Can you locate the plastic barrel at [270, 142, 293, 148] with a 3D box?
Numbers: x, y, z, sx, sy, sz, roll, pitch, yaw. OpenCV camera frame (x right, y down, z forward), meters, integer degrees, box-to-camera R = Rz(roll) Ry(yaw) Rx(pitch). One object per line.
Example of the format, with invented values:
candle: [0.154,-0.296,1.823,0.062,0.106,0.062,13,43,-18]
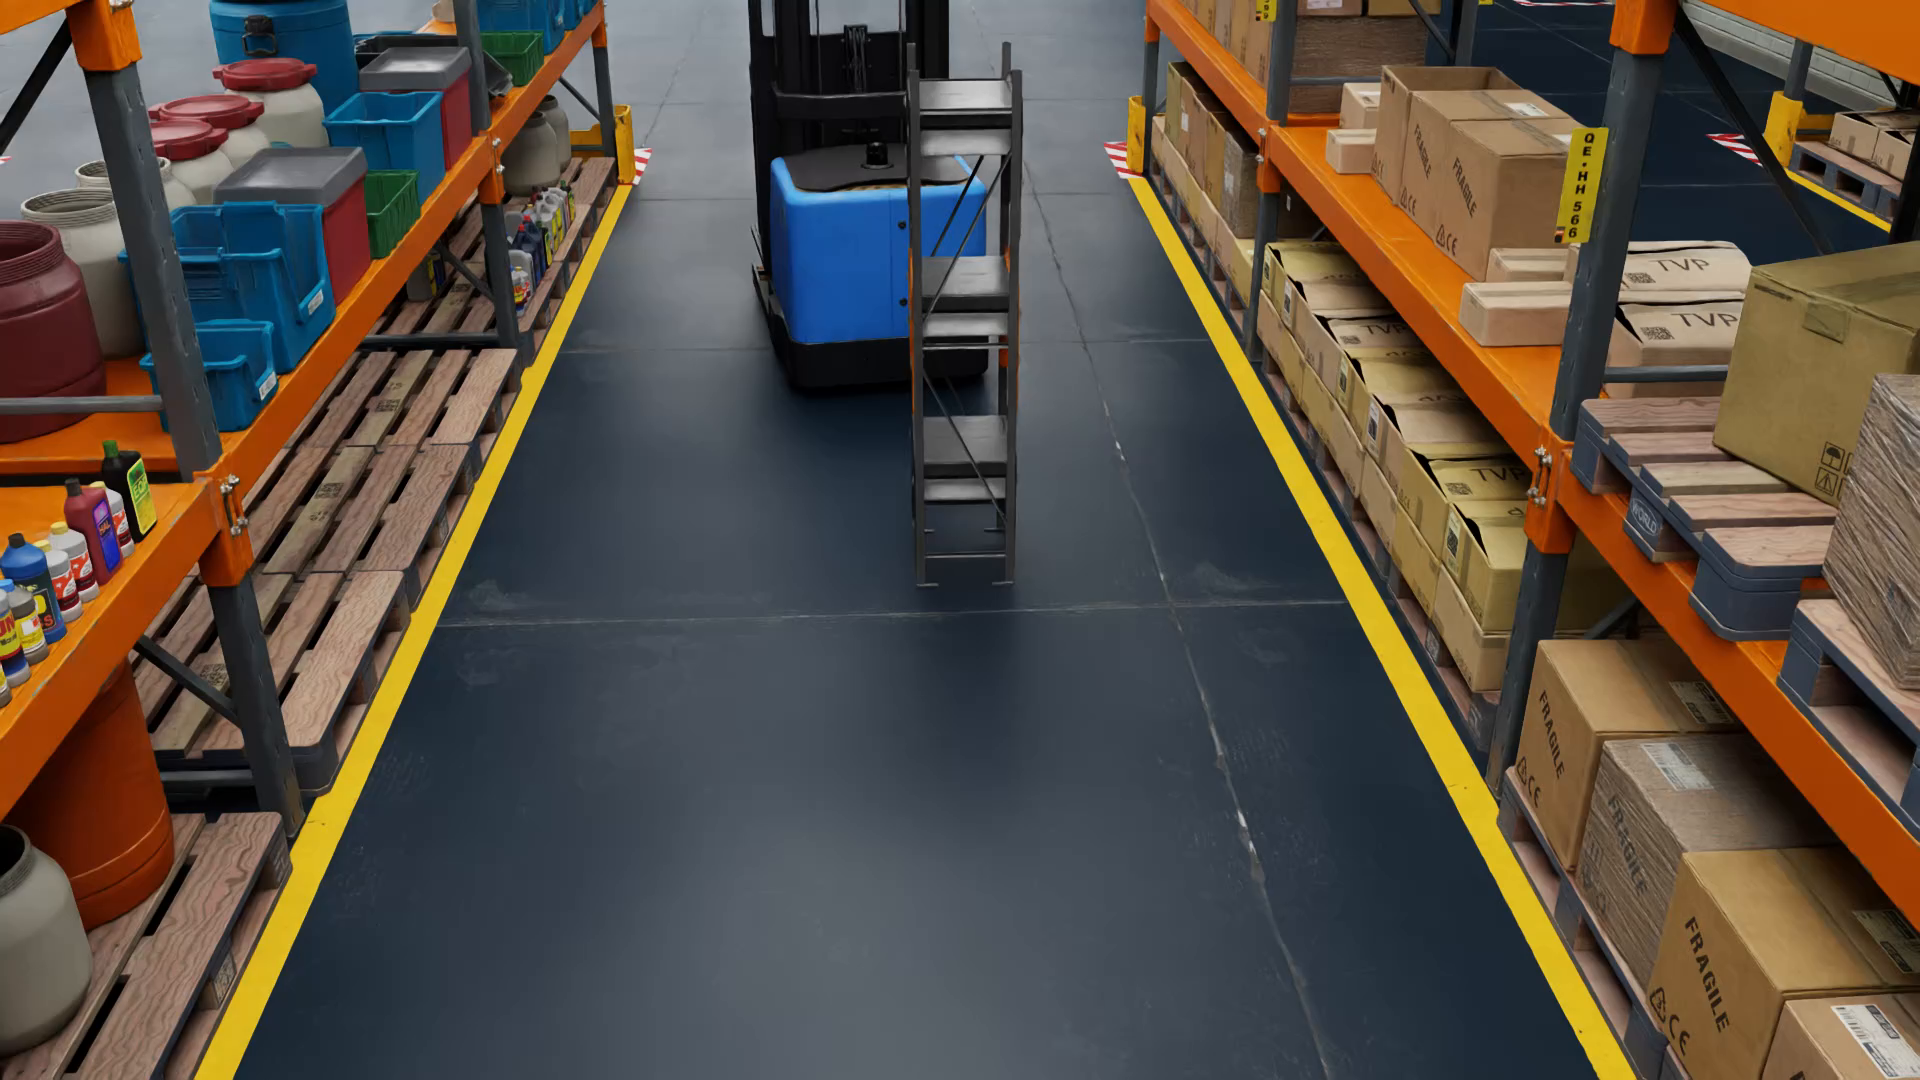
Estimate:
plastic barrel: [-2.949,-1.544,7.116,0.301,0.262,0.301,0,28,0]

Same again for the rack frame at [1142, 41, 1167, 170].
rack frame: [1.873,-4.185,12.031,1.000,3.000,0.127,-1,28,-3]

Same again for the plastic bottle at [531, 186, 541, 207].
plastic bottle: [-2.661,-2.101,10.496,0.061,0.283,0.133,-1,28,-3]

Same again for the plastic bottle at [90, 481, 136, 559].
plastic bottle: [-2.221,-0.055,4.326,0.097,0.201,0.097,0,28,0]

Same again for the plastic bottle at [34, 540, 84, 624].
plastic bottle: [-2.204,0.097,4.035,0.097,0.201,0.097,0,28,0]

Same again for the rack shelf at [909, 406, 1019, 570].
rack shelf: [0.009,-0.222,6.948,0.431,0.518,0.480,-1,28,-3]

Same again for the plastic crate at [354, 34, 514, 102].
plastic crate: [-2.765,-2.438,8.747,0.767,0.338,0.504,-1,28,-3]

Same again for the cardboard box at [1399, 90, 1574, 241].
cardboard box: [2.159,-1.553,6.875,0.500,0.500,0.500,-1,28,-3]

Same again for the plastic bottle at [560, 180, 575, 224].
plastic bottle: [-2.516,-2.167,10.623,0.061,0.283,0.133,-1,28,-1]

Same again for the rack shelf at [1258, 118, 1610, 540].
rack shelf: [2.186,-1.095,6.885,1.077,0.370,4.000,-1,28,-3]

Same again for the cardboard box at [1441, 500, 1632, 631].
cardboard box: [2.017,0.058,5.809,0.500,0.311,0.500,-1,28,-1]

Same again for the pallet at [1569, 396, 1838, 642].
pallet: [2.396,-0.094,4.395,1.213,0.211,1.003,-1,28,-3]

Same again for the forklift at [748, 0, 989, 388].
forklift: [-0.653,-2.750,9.353,1.130,2.935,3.031,-6,28,-10]

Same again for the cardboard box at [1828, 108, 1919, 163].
cardboard box: [6.766,-2.988,12.167,0.500,0.311,0.500,-4,28,-8]

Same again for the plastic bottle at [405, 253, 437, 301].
plastic bottle: [-3.042,-1.535,9.338,0.144,0.351,0.185,-1,28,-3]

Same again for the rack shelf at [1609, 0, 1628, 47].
rack shelf: [2.186,-2.425,6.191,1.077,0.370,4.000,-1,28,-3]

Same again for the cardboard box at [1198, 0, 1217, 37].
cardboard box: [1.937,-3.542,10.689,0.700,0.500,0.500,-1,28,-2]

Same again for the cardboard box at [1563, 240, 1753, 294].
cardboard box: [2.437,-0.869,5.769,0.500,0.311,0.500,-2,28,-3]

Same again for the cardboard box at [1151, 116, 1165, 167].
cardboard box: [1.679,-2.899,12.085,0.500,0.250,0.500,-1,28,-3]

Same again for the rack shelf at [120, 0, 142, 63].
rack shelf: [-2.761,-2.308,5.965,1.077,0.370,4.000,-1,28,-3]

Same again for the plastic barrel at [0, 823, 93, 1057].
plastic barrel: [-2.495,1.028,4.271,0.421,0.512,0.421,0,28,0]

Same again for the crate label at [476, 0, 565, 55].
crate label: [-2.708,-3.240,10.180,0.502,0.435,0.616,-1,28,-3]

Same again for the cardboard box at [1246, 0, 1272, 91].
cardboard box: [2.018,-2.831,9.325,0.700,0.500,0.500,-2,28,-3]

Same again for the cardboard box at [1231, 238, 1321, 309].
cardboard box: [1.839,-1.514,9.428,0.500,0.250,0.500,-1,28,-3]

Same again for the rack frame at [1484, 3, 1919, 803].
rack frame: [2.291,-0.491,4.947,1.000,3.000,0.127,-1,28,-3]

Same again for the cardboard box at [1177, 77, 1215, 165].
cardboard box: [1.746,-2.770,11.026,0.500,0.500,0.500,-1,28,-3]

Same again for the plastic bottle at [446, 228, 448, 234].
plastic bottle: [-3.272,-2.050,10.411,0.097,0.271,0.097,0,28,0]

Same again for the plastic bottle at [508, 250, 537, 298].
plastic bottle: [-2.488,-1.514,9.379,0.152,0.276,0.135,0,28,-1]

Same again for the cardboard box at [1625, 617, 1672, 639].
cardboard box: [2.557,0.293,5.964,0.500,0.250,0.500,-1,28,-3]

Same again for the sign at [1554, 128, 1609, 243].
sign: [1.737,-0.989,4.651,0.100,0.325,0.005,-1,28,-3]

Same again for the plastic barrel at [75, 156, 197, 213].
plastic barrel: [-2.945,-1.087,5.970,0.421,0.512,0.421,0,28,0]

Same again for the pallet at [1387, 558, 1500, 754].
pallet: [2.287,0.364,6.323,1.003,0.211,1.213,-1,28,-3]

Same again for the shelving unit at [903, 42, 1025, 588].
shelving unit: [0.009,-0.855,6.618,0.431,2.100,0.503,-1,28,-3]

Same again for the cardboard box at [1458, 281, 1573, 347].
cardboard box: [1.968,-0.788,5.789,0.380,0.149,0.250,-1,28,-3]

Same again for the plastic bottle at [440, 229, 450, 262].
plastic bottle: [-3.112,-1.817,9.952,0.061,0.283,0.133,-1,28,-3]

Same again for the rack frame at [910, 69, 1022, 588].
rack frame: [0.021,-0.742,6.402,0.400,2.100,0.015,-1,28,-3]

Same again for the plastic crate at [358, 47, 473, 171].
plastic crate: [-2.534,-2.032,7.834,0.402,0.464,0.583,-1,28,-3]

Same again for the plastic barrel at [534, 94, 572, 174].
plastic barrel: [-2.963,-2.848,11.704,0.421,0.512,0.421,0,28,0]

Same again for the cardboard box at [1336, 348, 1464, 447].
cardboard box: [1.936,-0.647,7.160,0.500,0.311,0.500,-1,28,-1]

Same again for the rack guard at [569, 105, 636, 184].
rack guard: [-3.023,-2.925,12.318,1.175,0.500,0.348,-1,28,-3]

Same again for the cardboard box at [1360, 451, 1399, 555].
cardboard box: [1.966,-0.165,6.842,0.500,0.250,0.500,-1,28,-1]

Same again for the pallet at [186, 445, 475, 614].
pallet: [-2.718,-0.057,7.132,1.003,0.211,1.213,-1,28,-3]

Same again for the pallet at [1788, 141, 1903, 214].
pallet: [6.831,-2.659,12.120,1.003,0.211,1.213,-1,28,-3]

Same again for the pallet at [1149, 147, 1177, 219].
pallet: [1.955,-2.597,12.001,1.003,0.211,1.213,-1,28,-3]

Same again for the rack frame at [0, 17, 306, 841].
rack frame: [-2.656,-0.373,4.721,1.000,3.000,0.127,-1,28,-3]

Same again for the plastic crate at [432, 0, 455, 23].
plastic crate: [-3.348,-3.529,11.059,0.298,0.136,0.250,-1,28,-3]

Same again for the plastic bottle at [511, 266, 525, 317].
plastic bottle: [-2.444,-1.363,9.095,0.097,0.271,0.097,0,28,0]

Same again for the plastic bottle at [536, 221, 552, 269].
plastic bottle: [-2.470,-1.758,9.839,0.061,0.283,0.133,0,28,0]

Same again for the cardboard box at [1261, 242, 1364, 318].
cardboard box: [1.855,-1.357,8.521,0.500,0.311,0.500,-1,28,-2]

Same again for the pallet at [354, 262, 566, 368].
pallet: [-2.858,-1.295,9.505,1.003,0.211,1.213,-1,28,-3]

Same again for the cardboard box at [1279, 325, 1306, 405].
cardboard box: [1.881,-0.877,8.207,0.500,0.250,0.500,-1,28,-1]

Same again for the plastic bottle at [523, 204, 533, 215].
plastic bottle: [-2.671,-1.991,10.375,0.097,0.201,0.097,0,28,0]

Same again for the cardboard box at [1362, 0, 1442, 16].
cardboard box: [2.261,-2.799,8.563,0.380,0.149,0.250,-1,28,-3]

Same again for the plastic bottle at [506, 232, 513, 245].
plastic bottle: [-2.621,-1.652,9.649,0.097,0.271,0.097,0,28,0]

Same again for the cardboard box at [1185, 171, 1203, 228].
cardboard box: [1.756,-2.207,10.756,0.500,0.250,0.500,-1,28,-3]

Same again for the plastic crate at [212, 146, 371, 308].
plastic crate: [-2.435,-1.155,6.152,0.402,0.464,0.583,-1,28,-3]

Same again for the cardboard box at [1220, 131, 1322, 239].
cardboard box: [1.825,-2.078,9.698,0.500,0.500,0.500,-1,28,-3]

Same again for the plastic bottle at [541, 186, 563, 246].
plastic bottle: [-2.534,-1.993,10.216,0.144,0.351,0.185,0,28,-1]

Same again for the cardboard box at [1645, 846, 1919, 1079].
cardboard box: [2.083,1.113,4.100,0.500,0.500,0.500,-2,28,-3]
